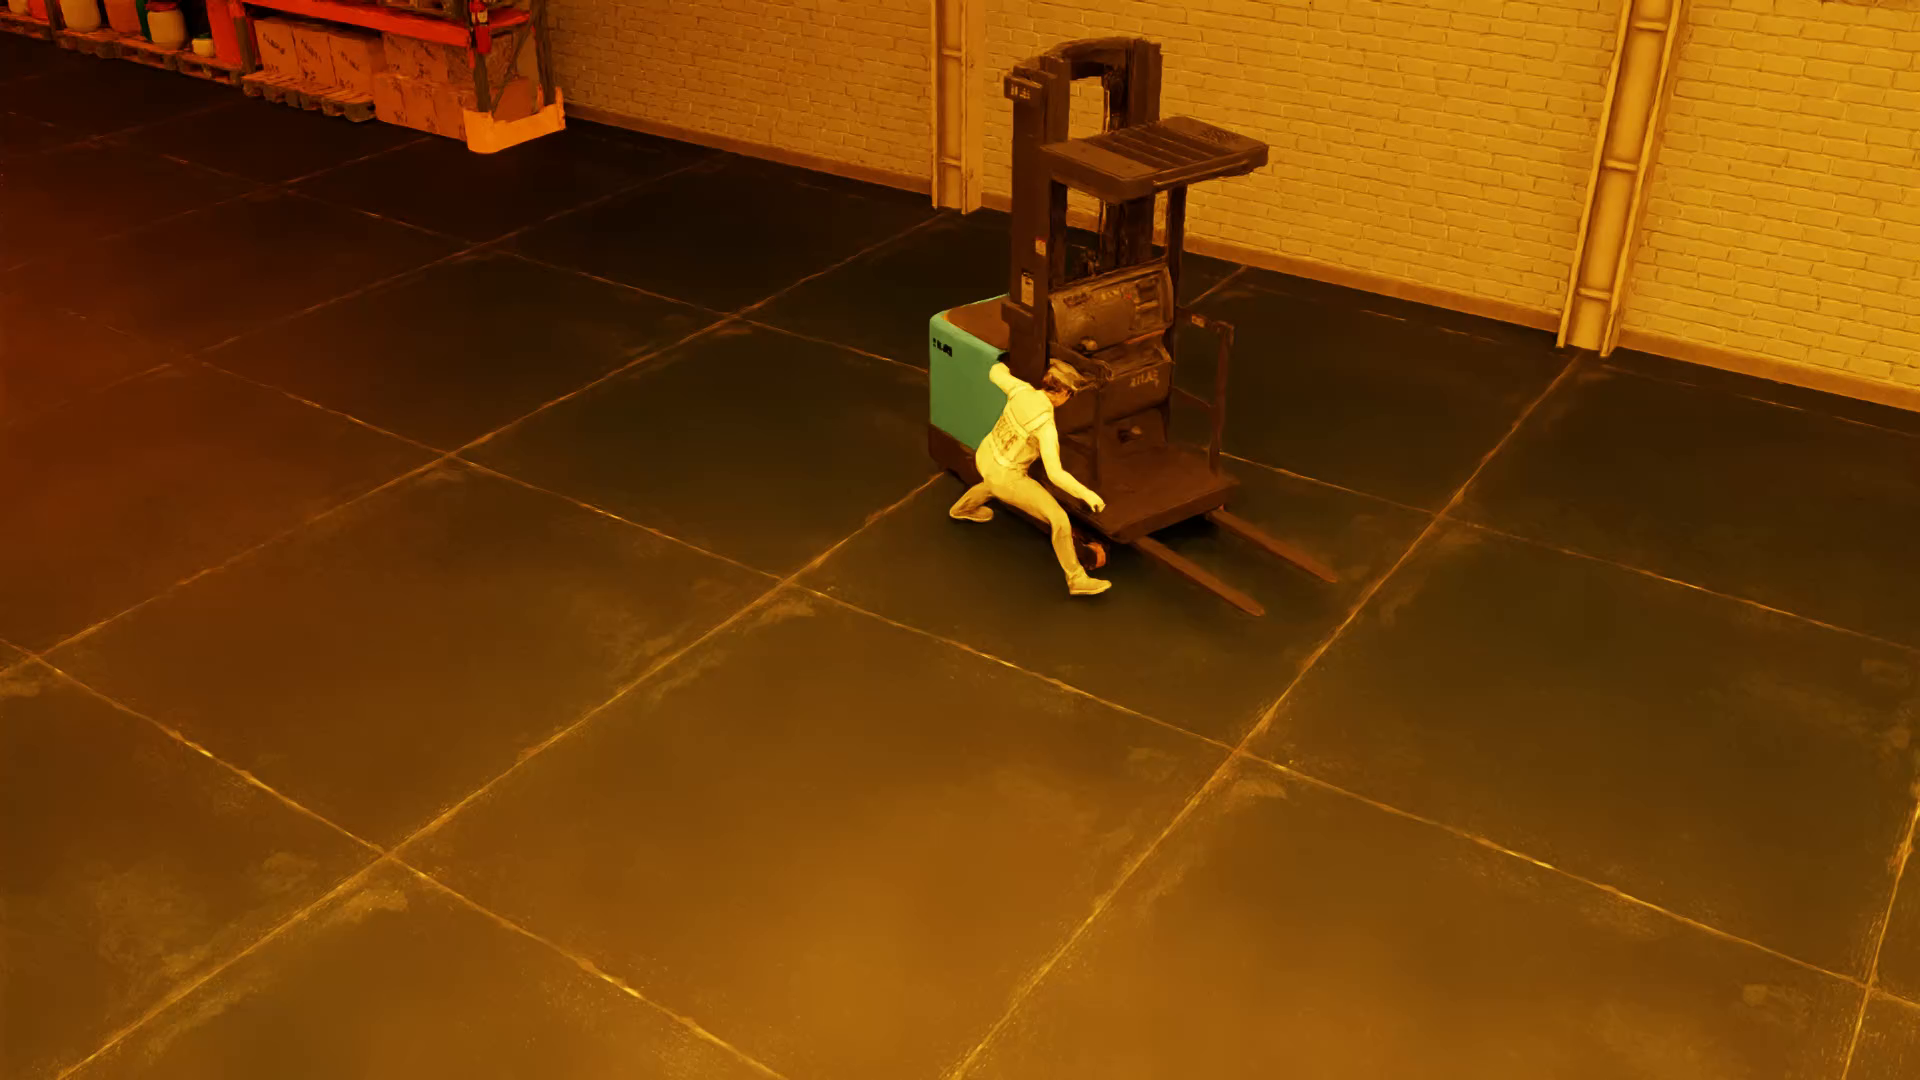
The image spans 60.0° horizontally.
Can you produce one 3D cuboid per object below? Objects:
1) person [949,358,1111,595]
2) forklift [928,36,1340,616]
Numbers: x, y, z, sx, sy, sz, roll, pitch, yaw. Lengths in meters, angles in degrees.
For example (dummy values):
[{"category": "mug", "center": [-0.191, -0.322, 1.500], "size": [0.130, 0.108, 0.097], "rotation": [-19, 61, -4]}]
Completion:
[{"category": "person", "center": [0.412, -0.470, 9.901], "size": [0.703, 1.380, 1.230], "rotation": [-7, 31, -12]}, {"category": "forklift", "center": [1.053, -1.364, 9.930], "size": [1.130, 2.935, 3.031], "rotation": [-20, 36, -31]}]
